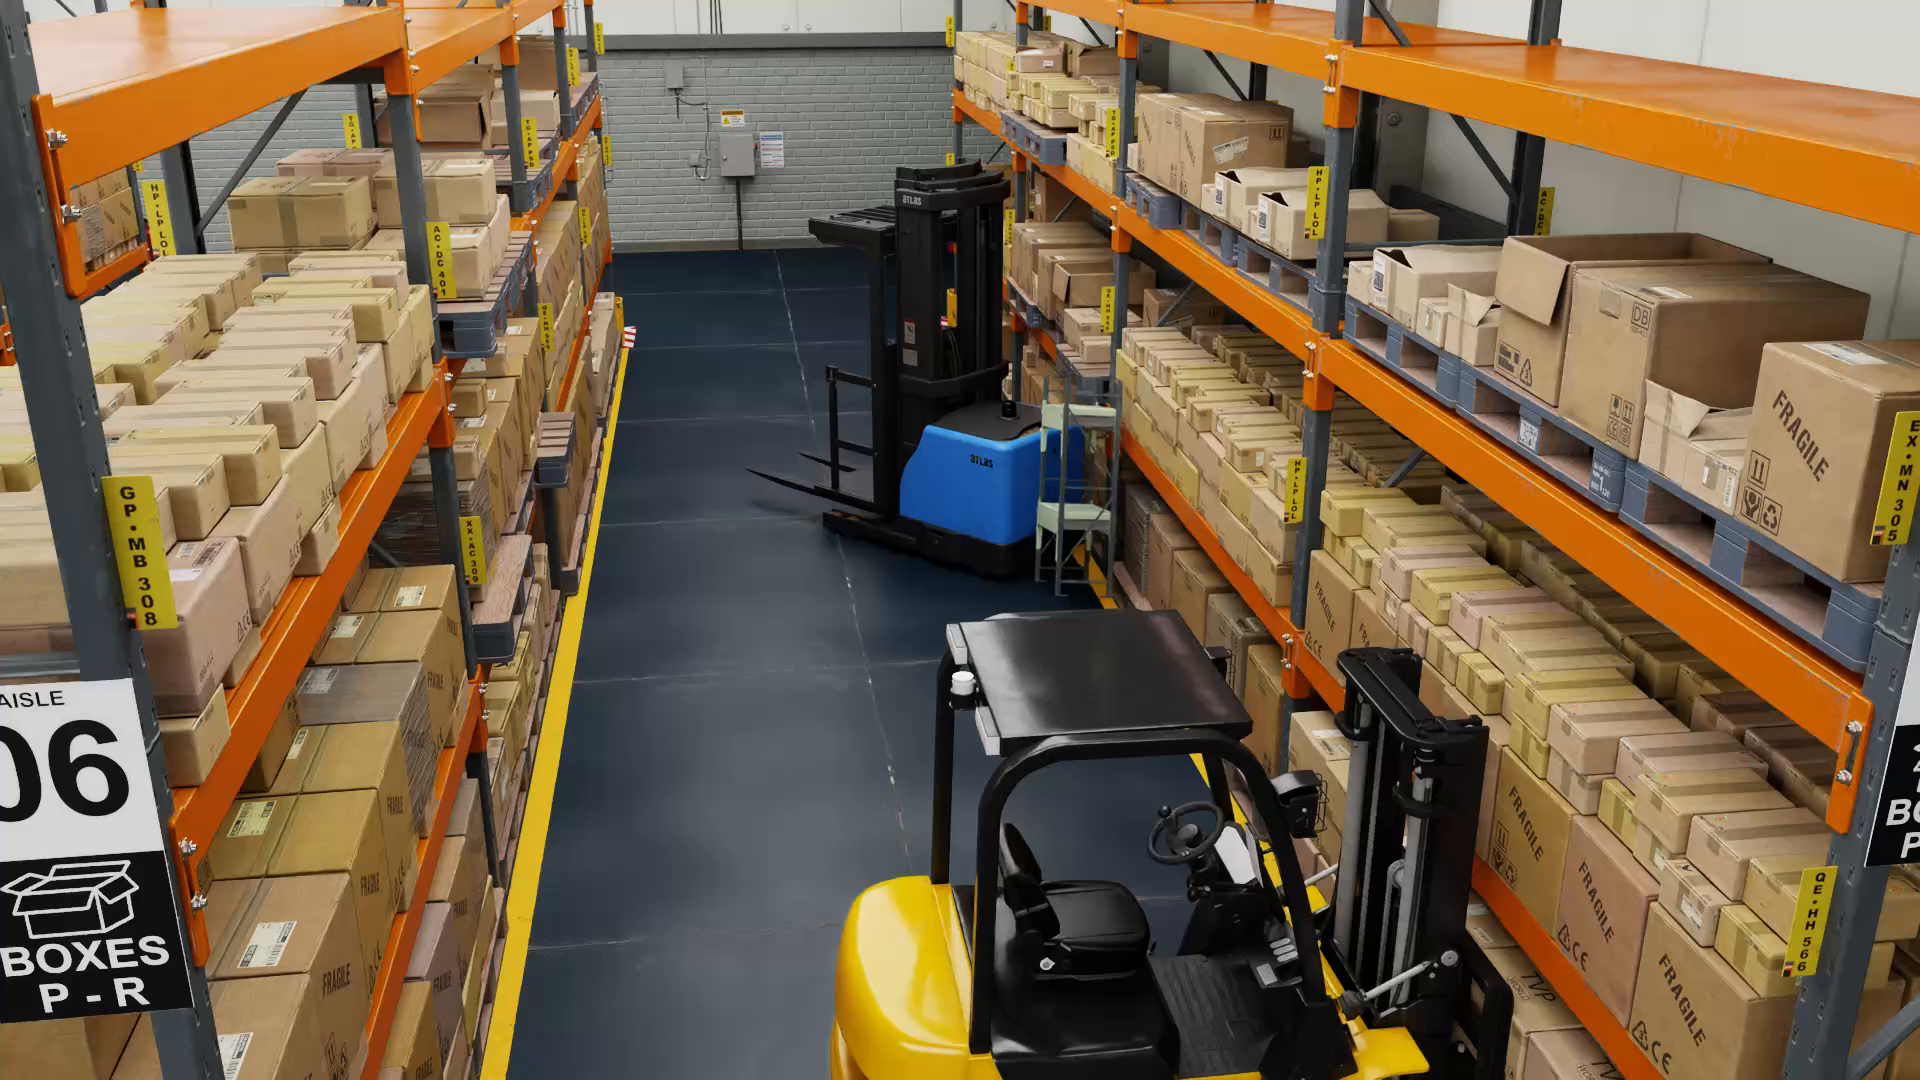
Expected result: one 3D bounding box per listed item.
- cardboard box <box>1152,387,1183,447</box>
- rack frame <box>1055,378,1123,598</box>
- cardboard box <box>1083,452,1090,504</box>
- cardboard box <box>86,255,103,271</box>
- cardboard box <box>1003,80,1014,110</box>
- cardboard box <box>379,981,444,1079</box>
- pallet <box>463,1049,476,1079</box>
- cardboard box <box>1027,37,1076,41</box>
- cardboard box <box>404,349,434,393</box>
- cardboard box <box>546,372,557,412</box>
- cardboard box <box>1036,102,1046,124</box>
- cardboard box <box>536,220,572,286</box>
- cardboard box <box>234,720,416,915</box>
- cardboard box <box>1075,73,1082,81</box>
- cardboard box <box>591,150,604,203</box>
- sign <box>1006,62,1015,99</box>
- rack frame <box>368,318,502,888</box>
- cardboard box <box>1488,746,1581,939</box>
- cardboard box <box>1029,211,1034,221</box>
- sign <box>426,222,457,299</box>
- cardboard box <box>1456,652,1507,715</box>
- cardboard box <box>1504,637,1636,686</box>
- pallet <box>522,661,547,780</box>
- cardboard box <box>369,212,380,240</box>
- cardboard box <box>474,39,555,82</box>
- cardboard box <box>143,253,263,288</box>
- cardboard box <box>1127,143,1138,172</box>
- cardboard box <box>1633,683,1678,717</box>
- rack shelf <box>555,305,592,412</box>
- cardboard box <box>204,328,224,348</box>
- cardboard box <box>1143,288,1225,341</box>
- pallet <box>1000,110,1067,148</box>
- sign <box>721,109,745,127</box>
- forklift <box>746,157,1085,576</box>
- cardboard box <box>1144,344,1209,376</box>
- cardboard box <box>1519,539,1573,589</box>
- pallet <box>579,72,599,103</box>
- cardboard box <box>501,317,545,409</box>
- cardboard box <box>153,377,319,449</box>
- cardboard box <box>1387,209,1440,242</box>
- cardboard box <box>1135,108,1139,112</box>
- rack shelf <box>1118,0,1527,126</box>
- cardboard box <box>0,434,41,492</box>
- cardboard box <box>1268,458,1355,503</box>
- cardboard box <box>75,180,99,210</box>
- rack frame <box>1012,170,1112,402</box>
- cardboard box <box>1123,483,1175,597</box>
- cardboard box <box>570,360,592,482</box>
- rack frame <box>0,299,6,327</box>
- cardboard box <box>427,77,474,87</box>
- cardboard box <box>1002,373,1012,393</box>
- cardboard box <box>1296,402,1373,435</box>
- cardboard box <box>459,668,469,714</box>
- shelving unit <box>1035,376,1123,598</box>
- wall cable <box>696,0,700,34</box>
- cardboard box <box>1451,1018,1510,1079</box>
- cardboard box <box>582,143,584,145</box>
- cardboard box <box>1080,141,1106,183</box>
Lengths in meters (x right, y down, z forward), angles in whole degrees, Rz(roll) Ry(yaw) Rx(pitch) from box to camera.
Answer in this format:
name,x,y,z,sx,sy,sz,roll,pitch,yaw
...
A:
name,x,y,z,sx,sy,sz,roll,pitch,yaw
cardboard box,1.532,-0.794,10.556,0.500,0.250,0.500,-3,21,-9
rack frame,0.884,-0.352,11.422,0.400,1.500,0.023,1,6,-9
cardboard box,1.246,-0.487,13.205,0.500,0.500,0.500,-3,21,-9
cardboard box,-8.922,-2.815,16.826,0.380,0.149,0.250,-4,21,-10
cardboard box,0.688,-4.166,15.584,0.500,0.250,0.500,-3,21,-8
cardboard box,-2.167,1.953,5.957,0.500,0.500,0.500,-3,21,-7
pallet,-2.442,2.445,6.368,1.003,0.211,1.213,-3,21,-8
cardboard box,0.928,-5.132,17.458,0.500,0.250,0.500,-3,21,-7
cardboard box,-2.405,-0.709,6.899,0.380,0.149,0.250,-3,21,-7
cardboard box,-3.151,-1.012,11.853,0.500,0.250,0.500,-3,21,-9
cardboard box,0.832,-3.503,13.636,0.380,0.149,0.250,-2,21,-6
cardboard box,-3.458,-2.303,13.524,0.500,0.500,0.500,-2,21,-6
cardboard box,-2.204,0.974,5.753,0.500,0.500,0.500,-3,21,-9
cardboard box,1.223,-4.022,14.600,0.380,0.149,0.250,-3,21,-7
cardboard box,-4.073,-3.851,17.668,0.500,0.500,0.500,-3,21,-8
sign,0.469,-4.154,15.026,0.100,0.325,0.005,-3,21,-8
rack frame,-2.753,0.485,7.631,1.000,3.000,0.127,-3,21,-8
cardboard box,2.264,1.056,5.958,0.500,0.500,0.500,-3,21,-9
cardboard box,0.972,-3.314,17.590,0.500,0.250,0.500,-3,21,-8
sign,-2.217,-1.193,7.097,0.100,0.325,0.005,-3,21,-8
cardboard box,2.147,0.542,6.407,0.380,0.149,0.250,-3,21,-9
cardboard box,2.248,0.484,6.139,0.380,0.149,0.250,-3,21,-7
pallet,-3.046,1.098,9.974,1.003,0.211,1.213,-3,21,-8
cardboard box,-3.049,-1.417,8.051,0.500,0.250,0.500,-3,21,-7
cardboard box,-4.133,-4.448,15.659,0.797,0.503,0.637,-1,21,-4
cardboard box,-3.031,-1.051,6.675,0.380,0.149,0.250,-3,21,-9
cardboard box,1.331,-2.555,11.074,0.380,0.166,0.250,-3,21,-8
cardboard box,2.744,0.605,6.239,0.380,0.149,0.250,-3,21,-8
rack shelf,-3.618,-1.256,13.319,1.077,0.370,4.000,-3,21,-8
cardboard box,-2.877,-0.645,6.159,0.500,0.250,0.500,-3,21,-8
cardboard box,1.662,-1.582,12.420,0.500,0.500,0.500,-2,21,-5
pallet,1.030,-3.625,14.615,1.213,0.211,1.003,-3,21,-8
sign,-3.304,-6.132,24.168,0.339,0.242,0.001,-3,21,-8
forklift,-0.470,-1.517,13.088,3.031,2.935,1.130,17,26,38
cardboard box,1.438,-1.197,11.065,0.380,0.149,0.250,-2,21,-6
cardboard box,2.648,0.102,7.162,0.380,0.149,0.250,-3,21,-9
pallet,-4.366,-4.777,17.560,1.003,0.211,1.213,-3,21,-8
cardboard box,-2.989,-1.140,10.813,0.500,0.500,0.500,-4,21,-9
cardboard box,-2.103,-0.367,4.844,0.380,0.149,0.250,-2,21,-6
cardboard box,2.230,-1.602,8.547,0.380,0.149,0.250,-3,21,-8
cardboard box,1.306,-3.013,11.930,0.380,0.149,0.250,-4,21,-10
rack shelf,1.870,-2.745,9.305,1.077,0.370,4.000,-3,21,-8
cardboard box,-2.557,-0.163,4.297,0.380,0.149,0.250,-3,21,-7
cardboard box,1.834,-0.313,8.698,0.380,0.149,0.250,-3,21,-9
cardboard box,-8.898,-3.539,16.408,0.500,0.500,0.500,-2,21,-5
rack frame,1.005,-2.537,15.721,1.000,3.000,0.127,-3,21,-8
cardboard box,1.658,-0.020,11.775,0.875,0.625,0.625,-2,21,-6
cardboard box,-3.600,-0.964,13.946,0.875,0.875,0.875,-2,21,-6
rack frame,-8.790,-2.001,14.285,1.000,3.000,0.127,-3,21,-8
cardboard box,-3.871,-3.145,12.318,0.500,0.500,0.500,-3,21,-7
cardboard box,0.634,-1.576,16.623,0.380,0.149,0.250,-4,21,-9
cardboard box,2.188,-0.694,9.718,0.380,0.149,0.250,-3,21,-8
cardboard box,-2.405,0.698,7.419,0.380,0.149,0.250,-3,21,-8
shelving unit,0.831,-0.394,11.782,0.431,1.500,0.755,1,6,-9
wall cable,-4.837,-8.473,23.040,2.355,3.000,0.029,-3,21,-8
cardboard box,2.198,1.970,6.268,0.500,0.250,0.500,-3,21,-9
cardboard box,-4.089,-4.020,17.193,0.380,0.149,0.250,-3,21,-8
cardboard box,1.194,-2.826,12.423,0.500,0.250,0.500,-3,21,-8
